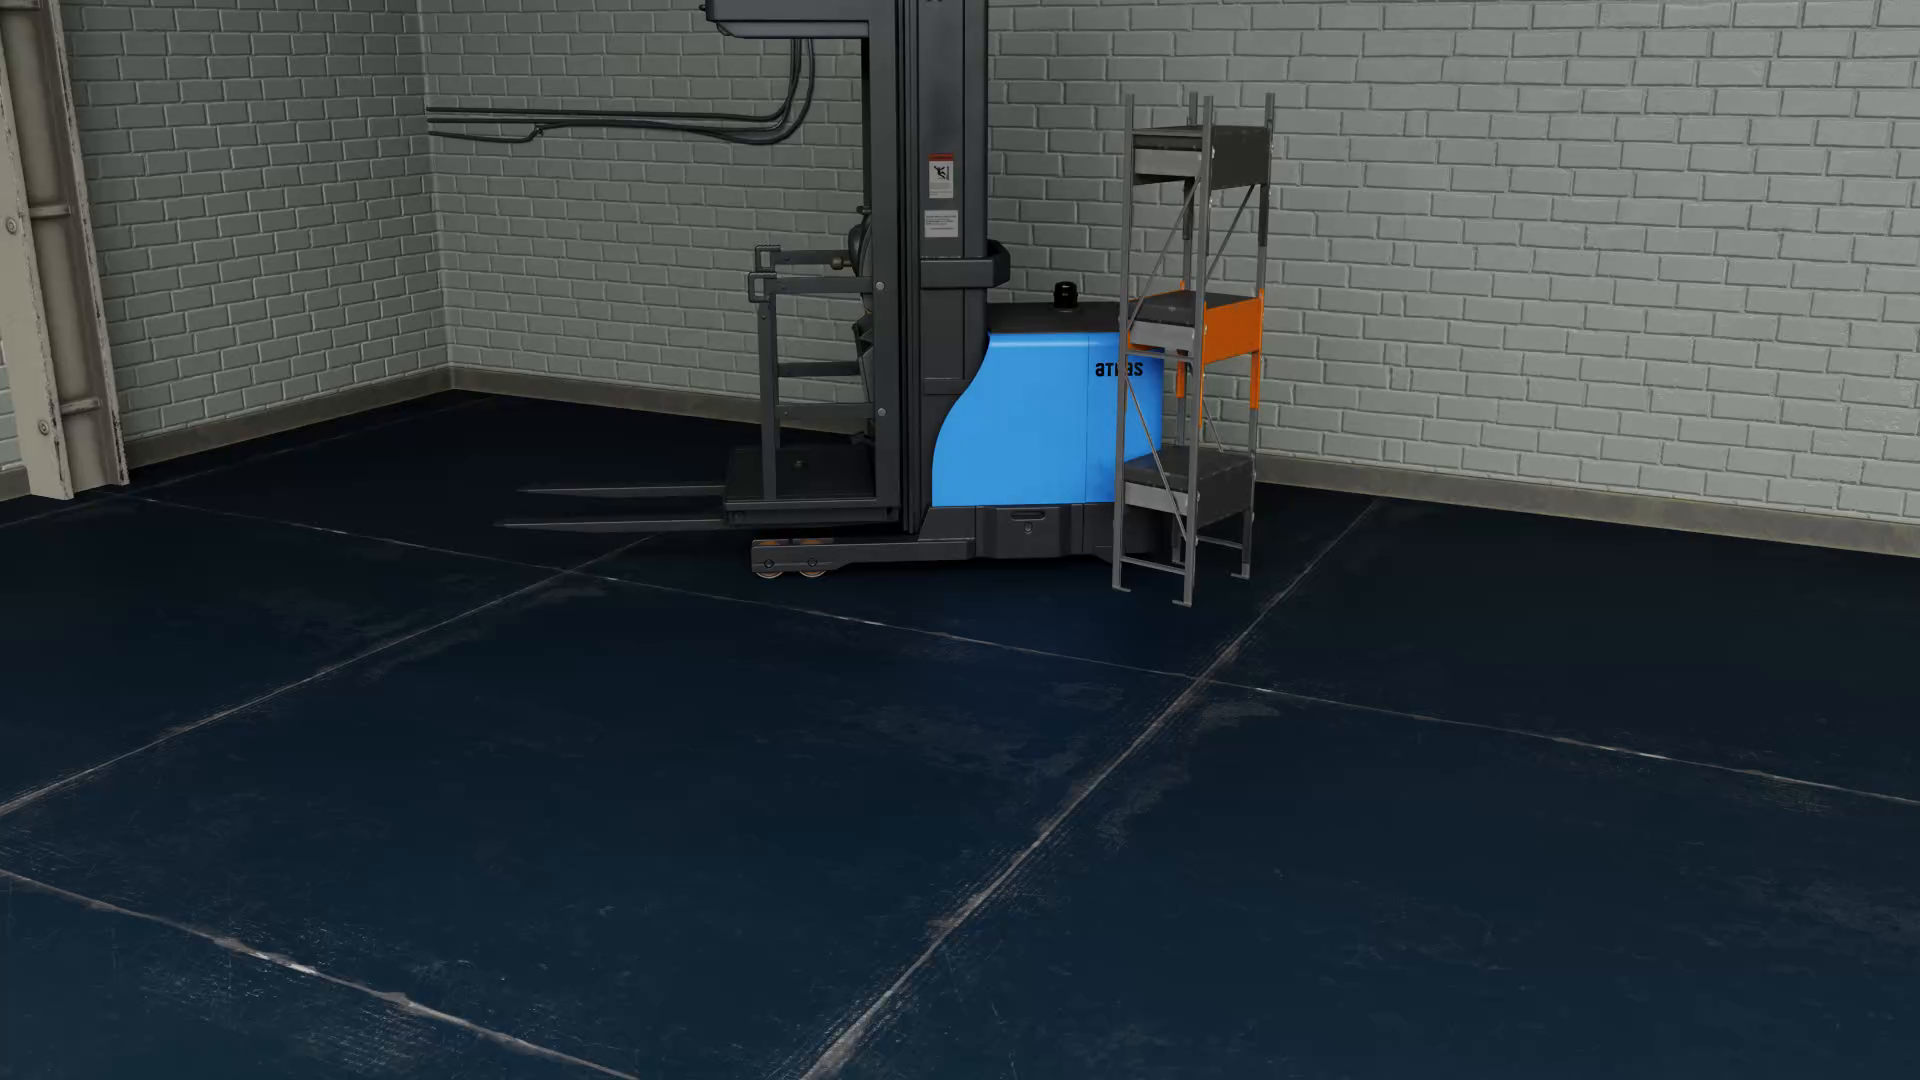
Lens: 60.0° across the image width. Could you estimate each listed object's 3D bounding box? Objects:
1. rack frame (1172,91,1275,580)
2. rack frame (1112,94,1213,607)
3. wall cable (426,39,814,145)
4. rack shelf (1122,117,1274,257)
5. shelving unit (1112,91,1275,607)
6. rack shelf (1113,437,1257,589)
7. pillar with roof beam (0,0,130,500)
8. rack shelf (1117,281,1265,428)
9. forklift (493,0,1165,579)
[{"bbox_3d":[1.136,-0.866,7.254,0.400,2.100,0.015,13,21,37],"label":"rack frame"},{"bbox_3d":[0.828,-0.759,6.891,0.400,2.100,0.015,13,21,37],"label":"rack frame"},{"bbox_3d":[-2.248,-3.687,10.087,3.097,2.526,0.112,8,18,25],"label":"wall cable"},{"bbox_3d":[0.982,-1.471,6.877,0.431,0.518,0.480,13,21,37],"label":"rack shelf"},{"bbox_3d":[0.982,-0.813,7.072,0.431,2.100,0.503,13,21,37],"label":"shelving unit"},{"bbox_3d":[0.982,-0.128,7.276,0.431,0.518,0.480,13,21,37],"label":"rack shelf"},{"bbox_3d":[-0.896,-4.046,5.841,9.100,9.000,0.400,8,18,25],"label":"pillar with roof beam"},{"bbox_3d":[0.982,-0.800,7.076,0.431,0.518,0.480,13,21,37],"label":"rack shelf"},{"bbox_3d":[-0.620,-1.390,7.555,3.031,2.935,1.130,-1,17,-5],"label":"forklift"}]
